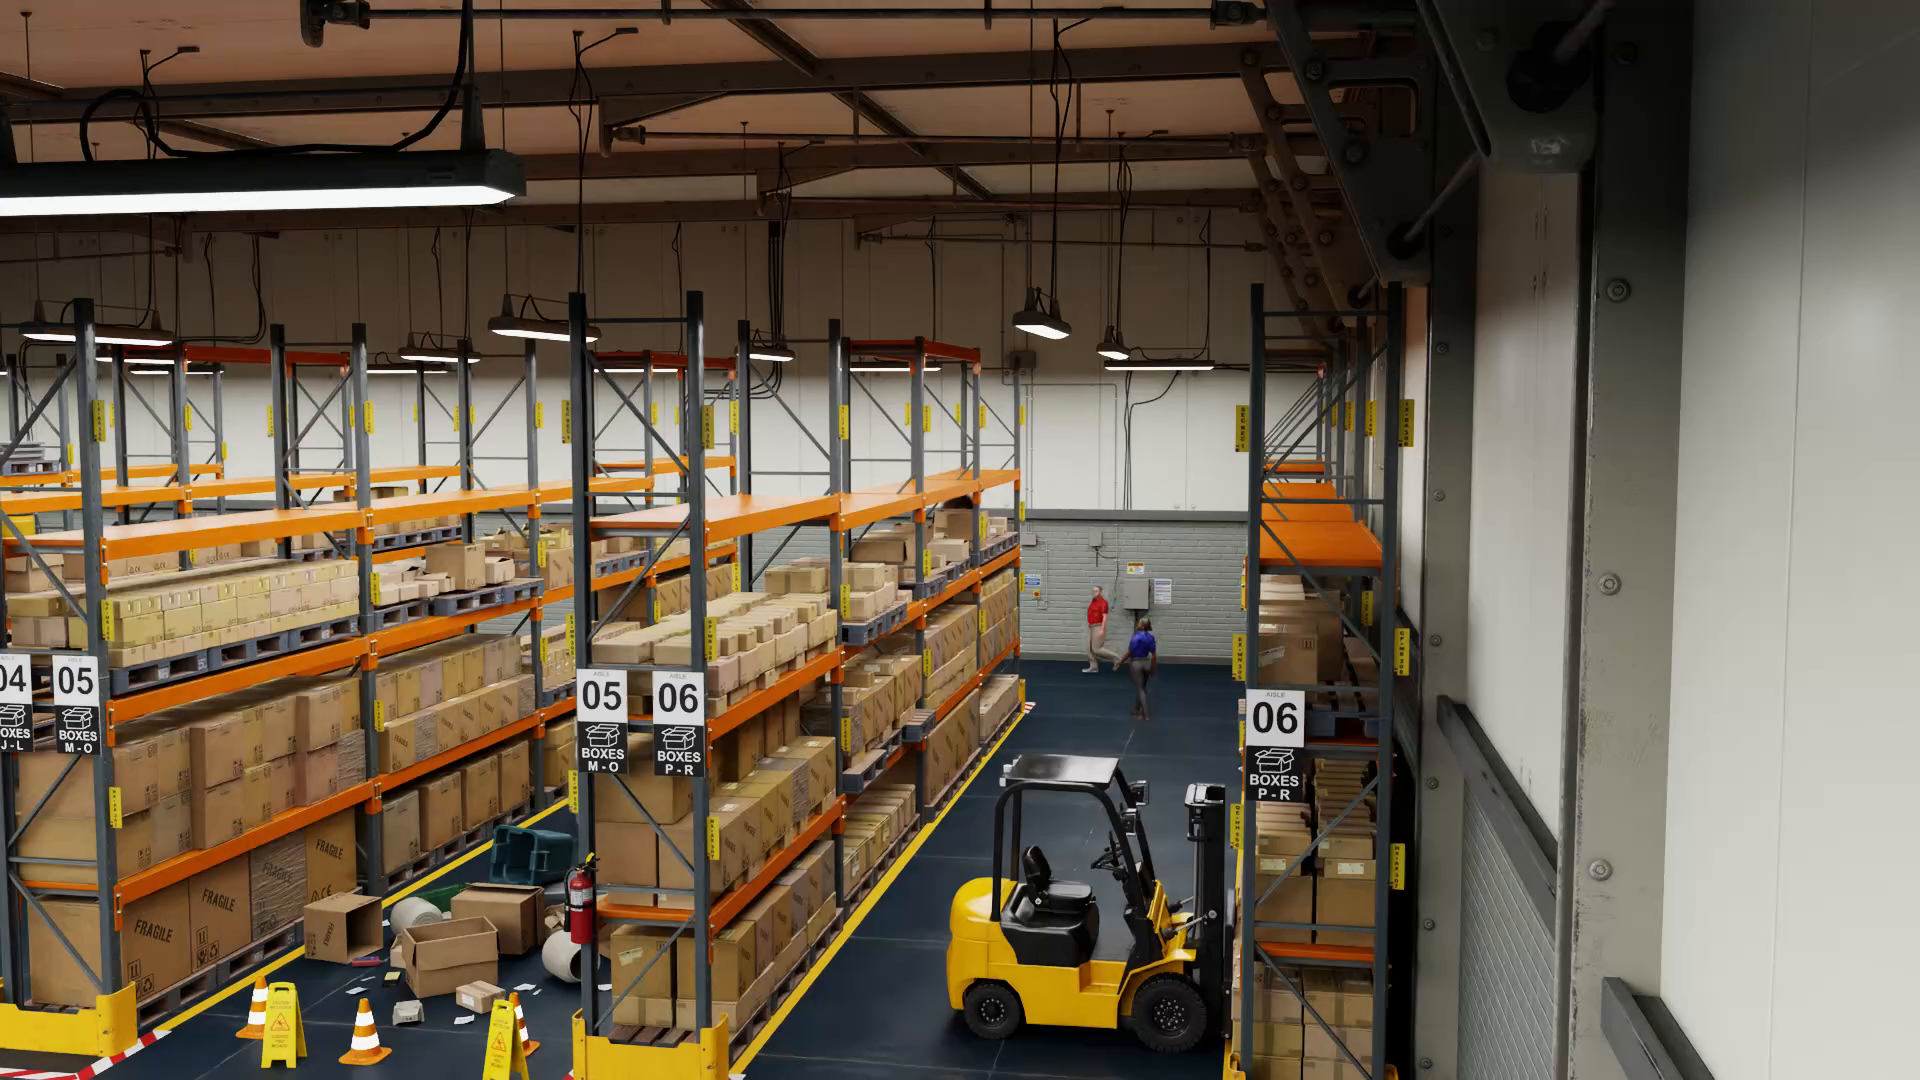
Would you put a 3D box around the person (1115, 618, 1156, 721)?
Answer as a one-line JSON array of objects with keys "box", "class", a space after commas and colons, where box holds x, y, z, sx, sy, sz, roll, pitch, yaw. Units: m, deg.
[{"box": [2.805, 2.039, 26.392, 0.593, 1.625, 0.875, -2, 5, -23], "class": "person"}]

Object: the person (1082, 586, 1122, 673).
[{"box": [2.730, 1.730, 32.085, 0.726, 1.690, 0.580, 0, 5, -6], "class": "person"}]

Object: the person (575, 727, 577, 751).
[{"box": [-4.465, 2.684, 20.404, 0.491, 1.667, 0.442, 1, 5, 16], "class": "person"}]
